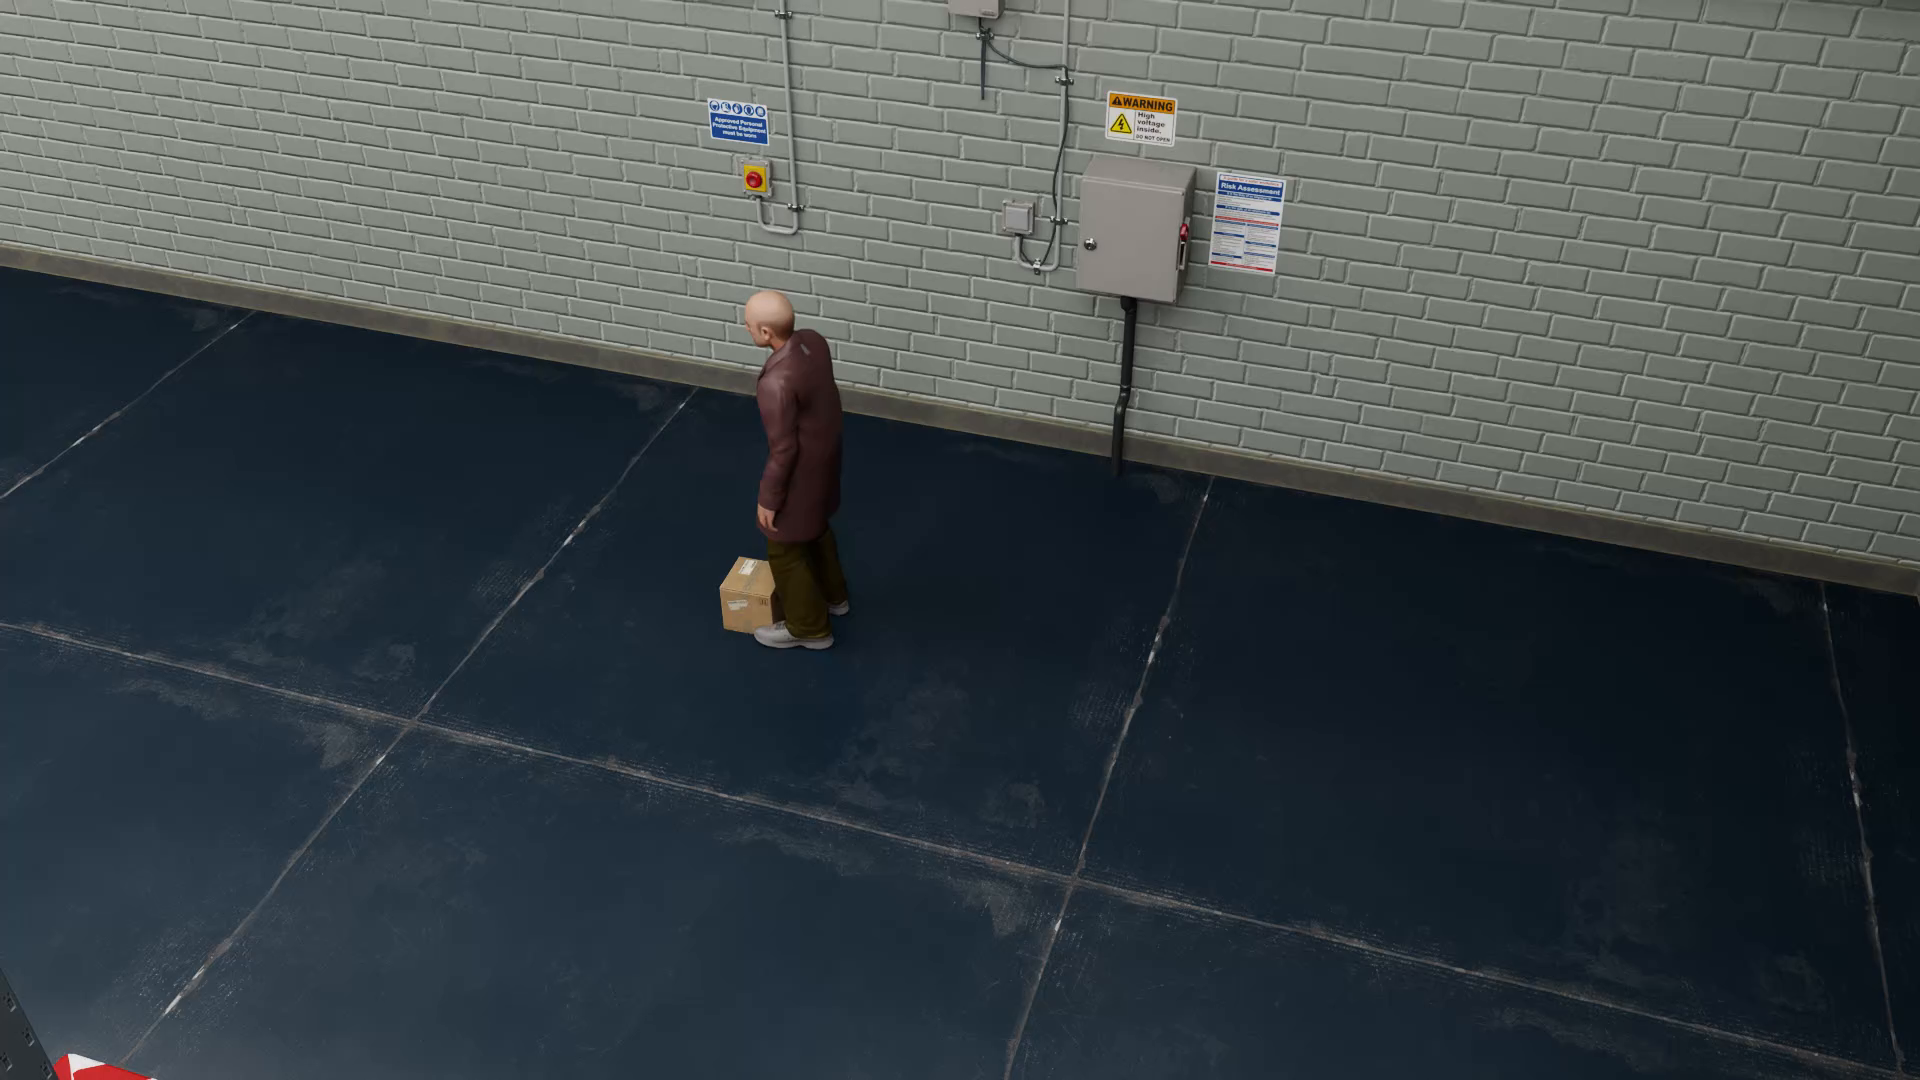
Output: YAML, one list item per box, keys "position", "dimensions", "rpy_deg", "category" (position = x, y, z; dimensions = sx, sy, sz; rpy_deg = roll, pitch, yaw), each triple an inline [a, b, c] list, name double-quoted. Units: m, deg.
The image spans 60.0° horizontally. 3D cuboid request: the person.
- position: [-0.721, -0.299, 7.309]
  dimensions: [0.416, 1.774, 0.654]
  rpy_deg: [10, 38, 13]
  category: "person"
